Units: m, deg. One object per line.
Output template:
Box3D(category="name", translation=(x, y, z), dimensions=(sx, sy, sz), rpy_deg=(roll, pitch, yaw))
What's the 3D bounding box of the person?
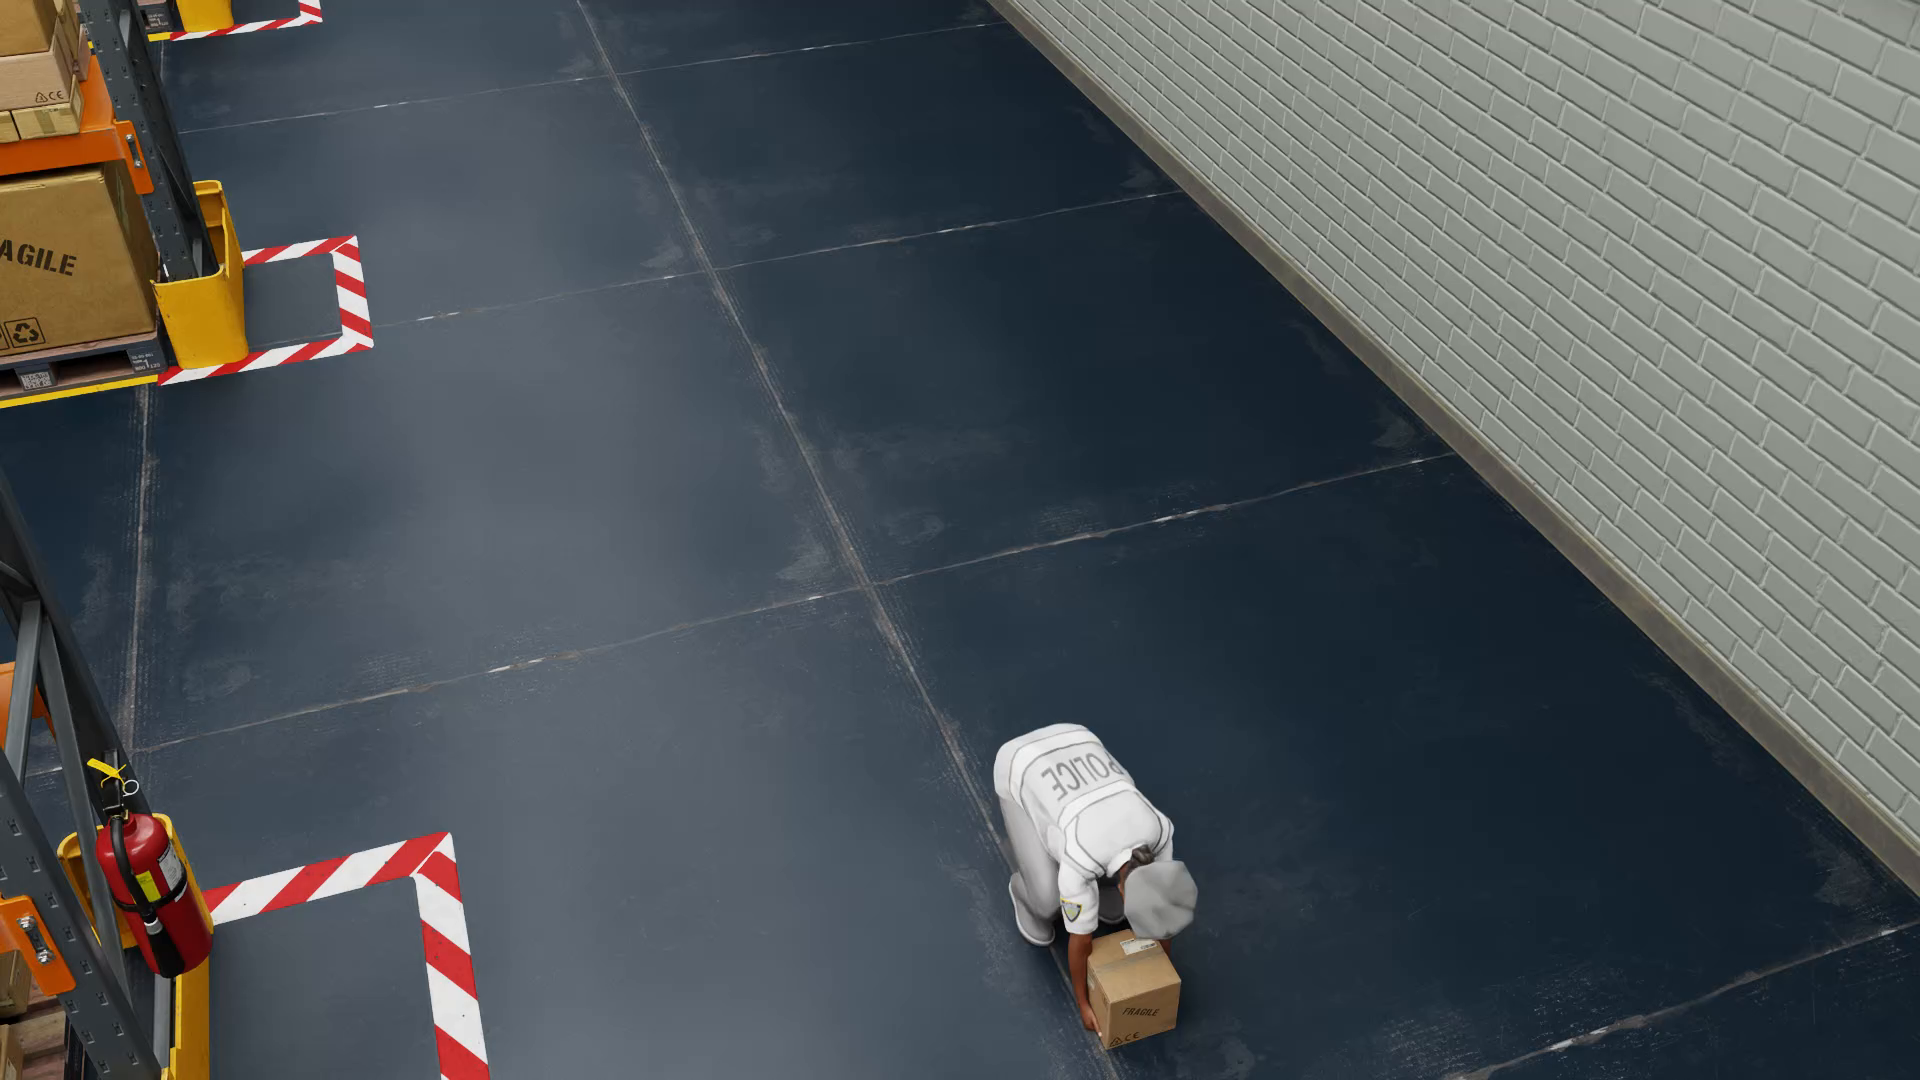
Box3D(category="person", translation=(0.433, 1.092, 5.499), dimensions=(0.460, 0.776, 0.927), rpy_deg=(-14, 40, -17))
